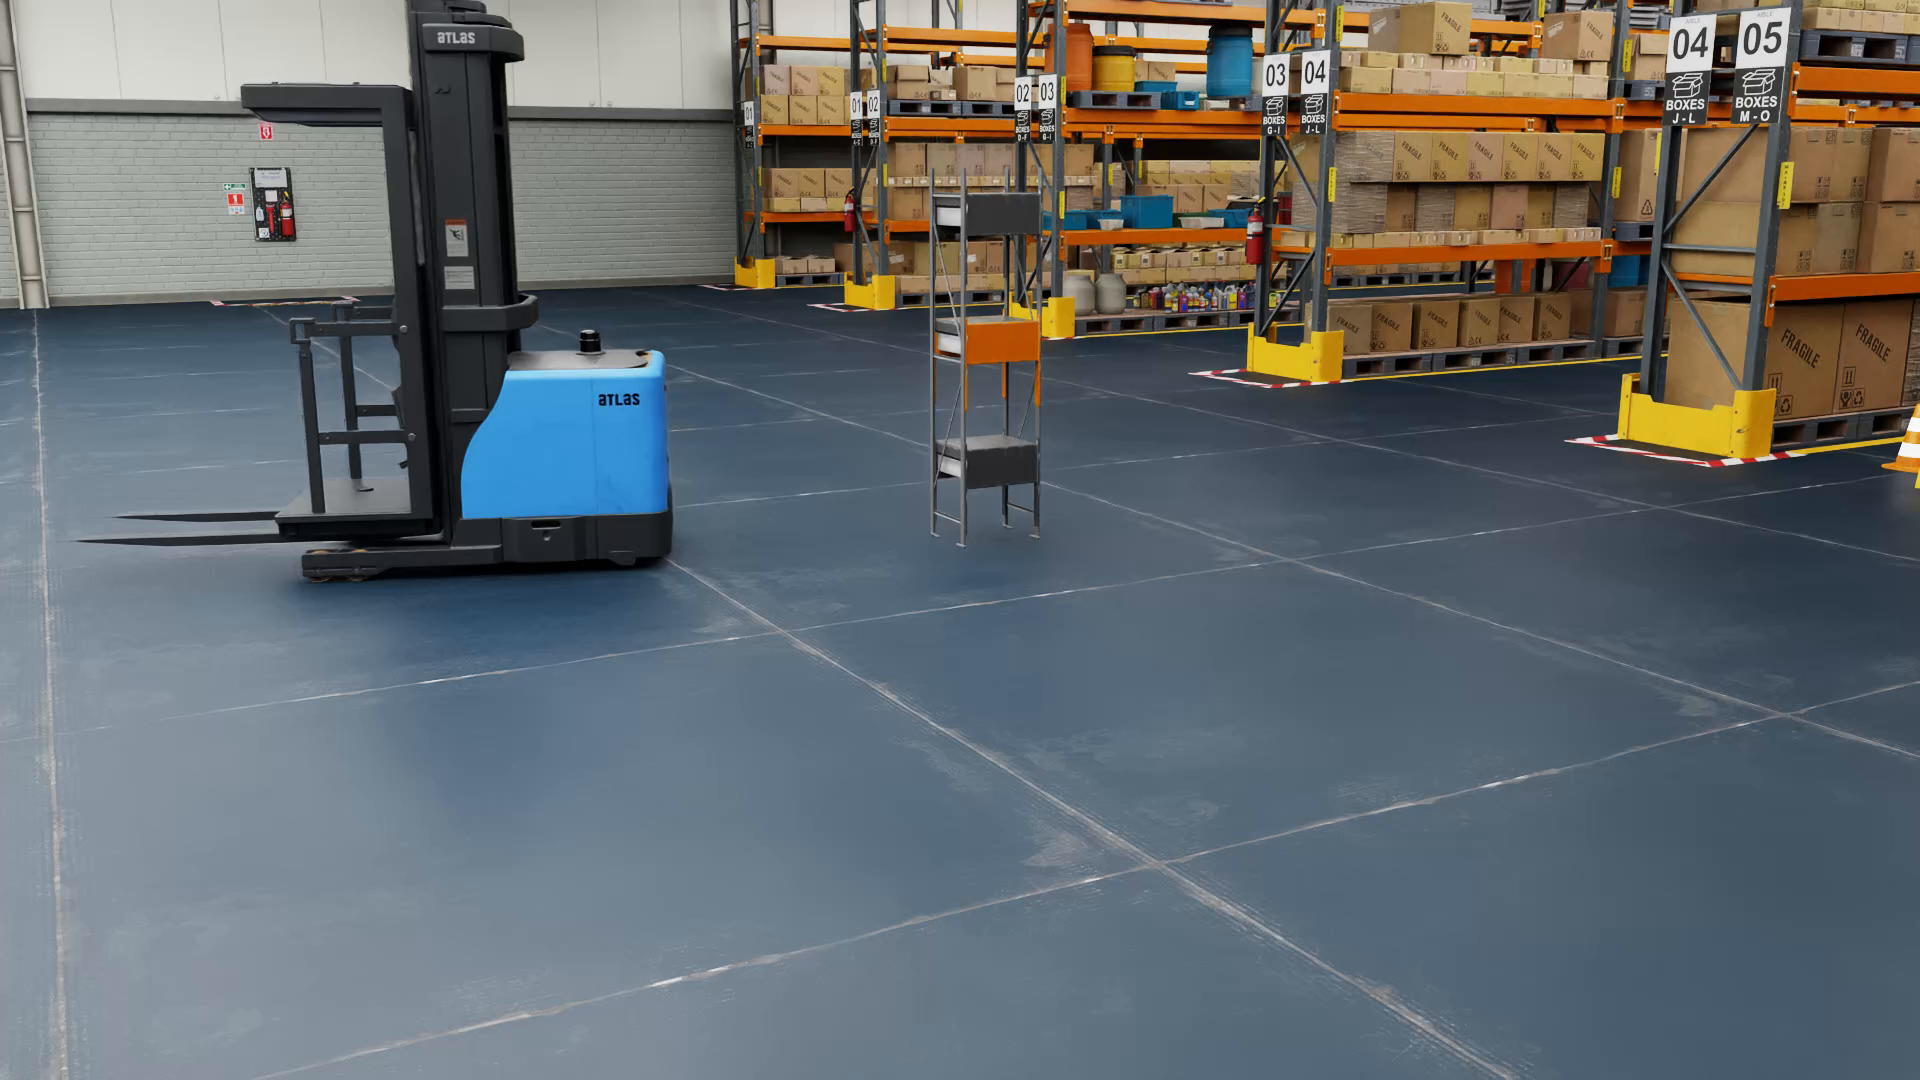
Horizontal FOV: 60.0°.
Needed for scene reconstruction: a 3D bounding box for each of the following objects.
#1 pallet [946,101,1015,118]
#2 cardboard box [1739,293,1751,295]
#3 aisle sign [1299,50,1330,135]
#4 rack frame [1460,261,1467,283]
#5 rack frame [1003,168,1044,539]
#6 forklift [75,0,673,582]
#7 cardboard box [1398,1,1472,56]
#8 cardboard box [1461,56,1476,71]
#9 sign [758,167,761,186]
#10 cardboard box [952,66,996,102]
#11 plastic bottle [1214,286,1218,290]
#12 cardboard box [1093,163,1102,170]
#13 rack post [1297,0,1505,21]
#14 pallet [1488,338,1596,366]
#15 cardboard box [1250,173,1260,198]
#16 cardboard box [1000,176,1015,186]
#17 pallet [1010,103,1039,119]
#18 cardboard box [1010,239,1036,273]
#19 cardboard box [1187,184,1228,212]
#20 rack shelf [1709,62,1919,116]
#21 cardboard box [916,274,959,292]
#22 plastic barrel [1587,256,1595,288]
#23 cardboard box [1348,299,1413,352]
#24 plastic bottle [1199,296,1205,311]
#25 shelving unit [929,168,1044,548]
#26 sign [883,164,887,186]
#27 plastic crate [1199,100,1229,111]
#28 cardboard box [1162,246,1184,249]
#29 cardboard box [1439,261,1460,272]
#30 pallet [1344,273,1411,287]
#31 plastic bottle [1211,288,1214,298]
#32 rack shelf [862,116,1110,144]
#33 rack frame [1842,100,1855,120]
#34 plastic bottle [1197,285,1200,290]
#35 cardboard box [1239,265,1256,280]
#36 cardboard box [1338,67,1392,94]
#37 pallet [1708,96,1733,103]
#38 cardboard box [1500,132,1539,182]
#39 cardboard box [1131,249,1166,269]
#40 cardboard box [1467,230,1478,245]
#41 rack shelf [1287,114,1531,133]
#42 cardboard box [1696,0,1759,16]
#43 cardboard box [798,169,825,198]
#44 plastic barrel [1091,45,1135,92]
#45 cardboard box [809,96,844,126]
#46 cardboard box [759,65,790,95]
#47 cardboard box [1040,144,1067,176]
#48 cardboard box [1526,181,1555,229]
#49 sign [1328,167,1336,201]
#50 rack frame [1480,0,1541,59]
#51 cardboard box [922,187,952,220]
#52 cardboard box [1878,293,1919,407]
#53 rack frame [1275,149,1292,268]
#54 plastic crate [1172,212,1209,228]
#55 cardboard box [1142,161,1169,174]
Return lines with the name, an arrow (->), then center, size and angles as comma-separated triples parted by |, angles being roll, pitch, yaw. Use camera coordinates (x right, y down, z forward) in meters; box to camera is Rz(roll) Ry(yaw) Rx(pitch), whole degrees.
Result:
pallet -> 0.333, -6.685, 25.851 | 1.213, 0.211, 1.003 | -7, 14, -28
cardboard box -> 9.334, -2.858, 20.168 | 0.500, 0.500, 0.700 | -8, 15, -33
aisle sign -> 3.461, -4.360, 16.232 | 0.004, 0.787, 0.394 | -7, 14, -28
rack frame -> 9.161, -6.328, 30.897 | 0.127, 3.000, 1.000 | -7, 14, -28
rack frame -> 0.359, -1.067, 9.570 | 0.015, 2.100, 0.400 | -7, 14, -28
forklift -> -3.125, -1.334, 8.861 | 3.031, 2.935, 1.130 | -2, 13, -9
cardboard box -> 4.804, -5.162, 16.838 | 0.500, 0.500, 0.500 | -7, 14, -28
cardboard box -> 5.078, -4.891, 17.113 | 0.250, 0.149, 0.380 | -7, 14, -28
sign -> -3.489, -6.338, 28.969 | 0.005, 0.325, 0.100 | -7, 14, -28
cardboard box -> 0.217, -6.973, 25.428 | 0.500, 0.500, 0.500 | -7, 14, -28
plastic bottle -> 3.532, -3.372, 22.972 | 0.097, 0.271, 0.097 | 0, 13, 0
cardboard box -> 2.709, -7.363, 32.787 | 0.250, 0.149, 0.380 | -10, 16, -37
rack post -> 6.196, -7.780, 23.228 | 3.121, 1.000, 1.013 | -7, 14, -28
pallet -> 6.310, -2.139, 18.635 | 1.213, 0.211, 1.003 | -7, 14, -28
cardboard box -> 6.056, -7.334, 34.413 | 0.500, 0.500, 0.500 | -7, 14, -27
cardboard box -> 0.656, -5.620, 26.046 | 0.250, 0.149, 0.380 | -6, 14, -26
pallet -> 1.403, -6.812, 26.417 | 1.213, 0.211, 1.003 | -7, 14, -28
cardboard box -> 0.955, -4.522, 26.467 | 0.500, 0.500, 0.500 | -7, 14, -28
cardboard box -> 4.185, -5.777, 28.218 | 0.500, 0.500, 0.500 | -8, 15, -31
rack shelf -> 7.415, -3.513, 13.193 | 4.000, 0.370, 1.077 | -7, 14, -28
cardboard box -> -0.358, -3.996, 25.841 | 0.500, 0.250, 0.500 | -7, 14, -28
plastic barrel -> 9.885, -4.194, 26.123 | 0.421, 0.512, 0.421 | 0, 13, 0
cardboard box -> 4.436, -2.274, 17.618 | 0.500, 0.500, 0.500 | -3, 13, -13
plastic bottle -> 3.214, -3.148, 22.137 | 0.097, 0.201, 0.097 | 0, 13, 0
shelving unit -> 0.145, -1.042, 9.456 | 0.503, 2.100, 0.431 | -7, 14, -28
sign -> -1.111, -5.419, 24.706 | 0.005, 0.325, 0.100 | -7, 14, -28
plastic crate -> 3.294, -5.620, 21.517 | 0.396, 0.136, 0.243 | -7, 14, -28
cardboard box -> 3.693, -4.882, 28.498 | 0.500, 0.311, 0.500 | -7, 14, -29
cardboard box -> 8.865, -5.216, 30.647 | 0.500, 0.500, 0.500 | -7, 14, -28
pallet -> 7.393, -4.746, 30.217 | 1.213, 0.211, 1.003 | -7, 14, -28
plastic bottle -> 3.434, -3.248, 22.394 | 0.133, 0.283, 0.061 | -7, 14, -28
rack shelf -> 0.383, -6.389, 25.972 | 4.000, 0.370, 1.077 | -7, 14, -28
rack frame -> 10.393, -3.998, 20.543 | 0.127, 3.000, 1.000 | -7, 14, -28
plastic bottle -> 3.271, -3.387, 23.013 | 0.133, 0.283, 0.061 | -6, 14, -25
cardboard box -> 4.854, -4.614, 28.585 | 0.500, 0.250, 0.500 | -7, 14, -29
cardboard box -> 3.918, -4.548, 16.494 | 0.500, 0.250, 0.500 | -6, 14, -26
pallet -> 8.384, -5.103, 19.049 | 1.003, 0.211, 1.213 | -7, 14, -28
cardboard box -> 5.741, -4.053, 17.606 | 0.500, 0.500, 0.500 | -7, 14, -28
cardboard box -> 3.063, -4.671, 27.561 | 0.500, 0.311, 0.500 | -7, 14, -29
cardboard box -> 5.255, -3.209, 17.608 | 0.250, 0.149, 0.380 | -7, 14, -28
rack shelf -> 6.264, -5.855, 23.599 | 4.000, 0.370, 1.077 | -7, 14, -28
cardboard box -> 5.955, -4.084, 12.574 | 0.500, 0.250, 0.500 | -7, 14, -27
cardboard box -> -2.747, -6.365, 29.648 | 0.500, 0.500, 0.500 | -7, 14, -28
plastic barrel -> 1.938, -6.016, 21.290 | 0.600, 0.588, 0.600 | 0, 13, 0
cardboard box -> -2.393, -7.634, 29.594 | 0.500, 0.500, 0.500 | -6, 14, -25
cardboard box -> -3.294, -8.024, 29.048 | 0.500, 0.500, 0.500 | -8, 15, -32
cardboard box -> 1.310, -6.067, 26.554 | 0.500, 0.500, 0.700 | -7, 14, -28
cardboard box -> 6.002, -3.690, 18.268 | 0.500, 0.500, 0.875 | -7, 14, -28
sign -> 3.631, -3.474, 16.244 | 0.005, 0.325, 0.100 | -7, 14, -28
rack frame -> 8.020, -7.879, 24.126 | 0.127, 3.000, 1.000 | -7, 14, -28
cardboard box -> -0.498, -5.218, 25.734 | 0.500, 0.500, 0.700 | -6, 14, -26
cardboard box -> 7.795, -1.631, 13.907 | 0.875, 0.875, 0.875 | -7, 14, -27
rack frame -> 6.784, -7.283, 35.138 | 0.127, 3.000, 1.000 | -7, 14, -28
plastic crate -> 3.182, -4.340, 22.545 | 0.662, 0.188, 0.450 | -7, 14, -28
cardboard box -> 3.820, -7.432, 33.144 | 0.500, 0.250, 0.500 | -6, 14, -27
